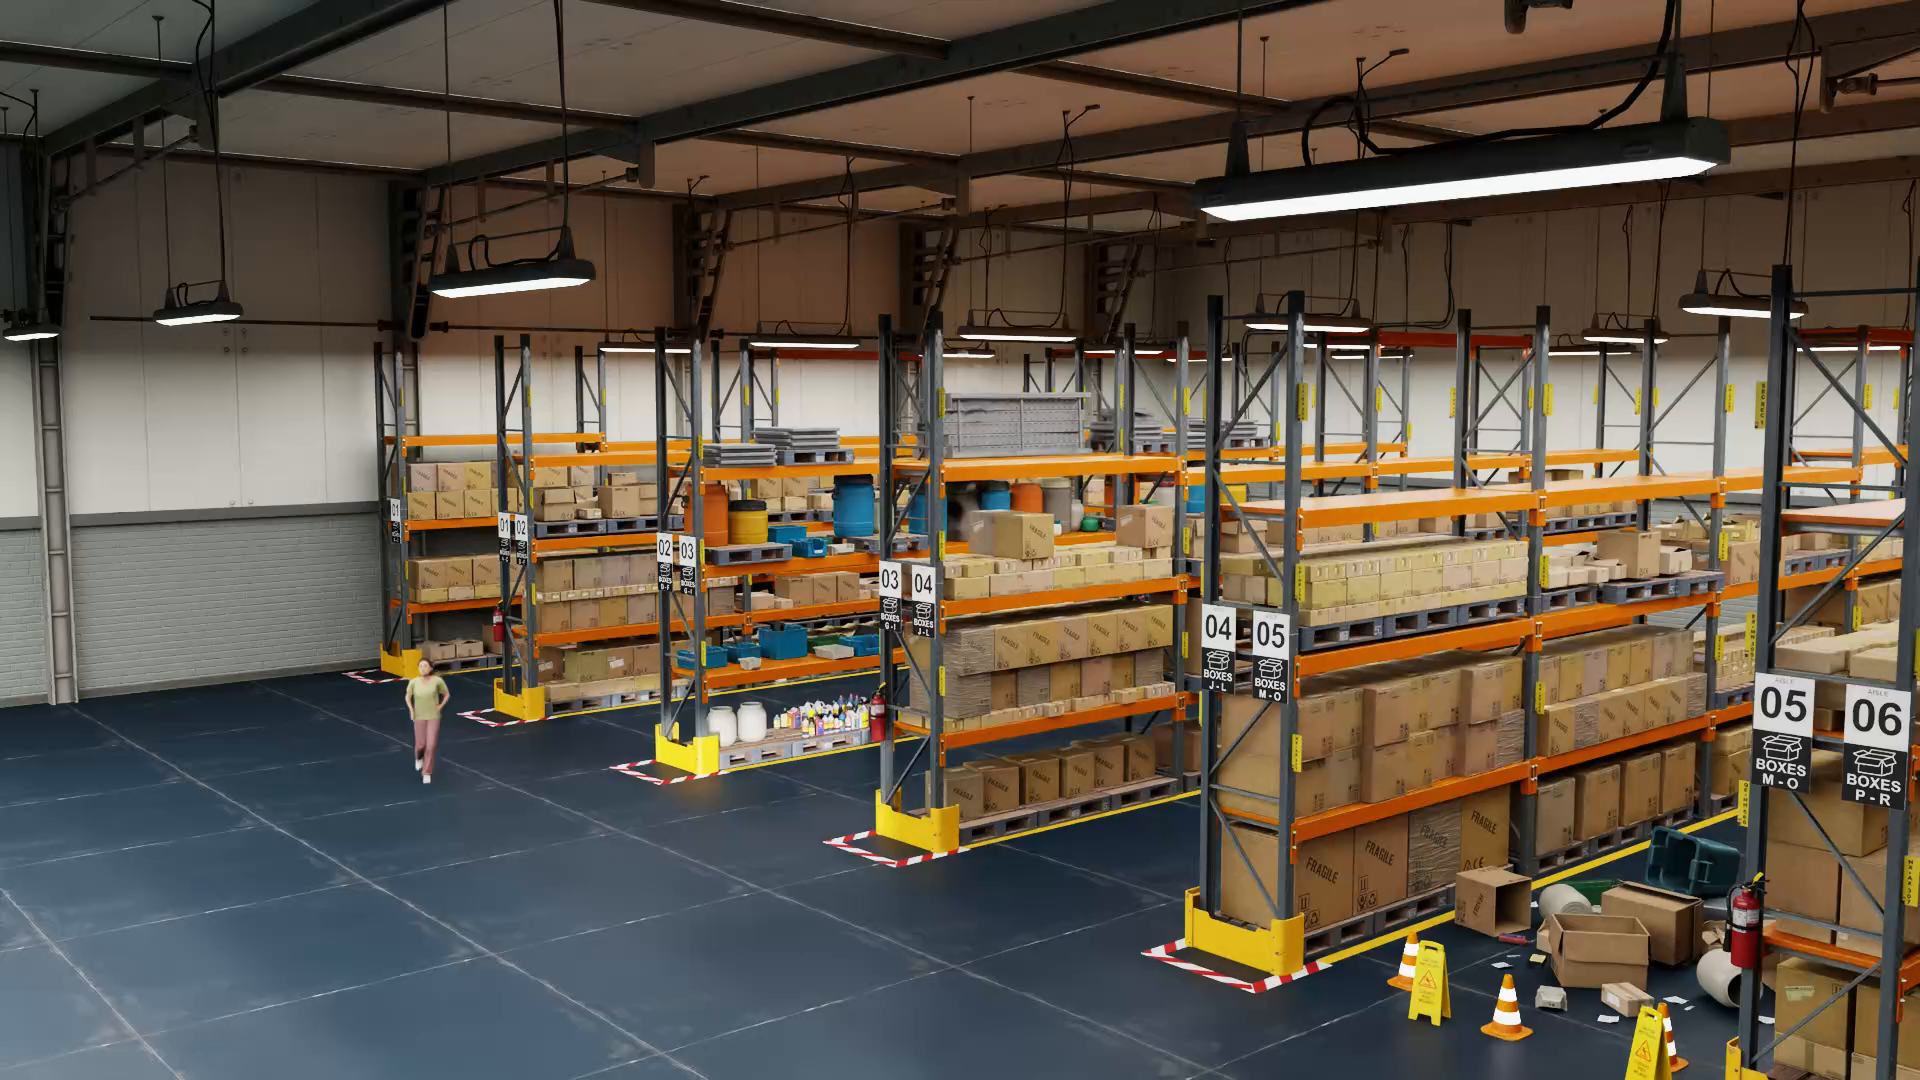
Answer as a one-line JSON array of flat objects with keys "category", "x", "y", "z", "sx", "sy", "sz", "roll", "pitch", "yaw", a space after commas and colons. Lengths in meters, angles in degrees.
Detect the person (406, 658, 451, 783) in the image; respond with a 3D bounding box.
[{"category": "person", "x": -7.025, "y": 2.361, "z": 21.975, "sx": 0.574, "sy": 1.639, "sz": 0.585, "roll": -1, "pitch": 5, "yaw": -13}]
